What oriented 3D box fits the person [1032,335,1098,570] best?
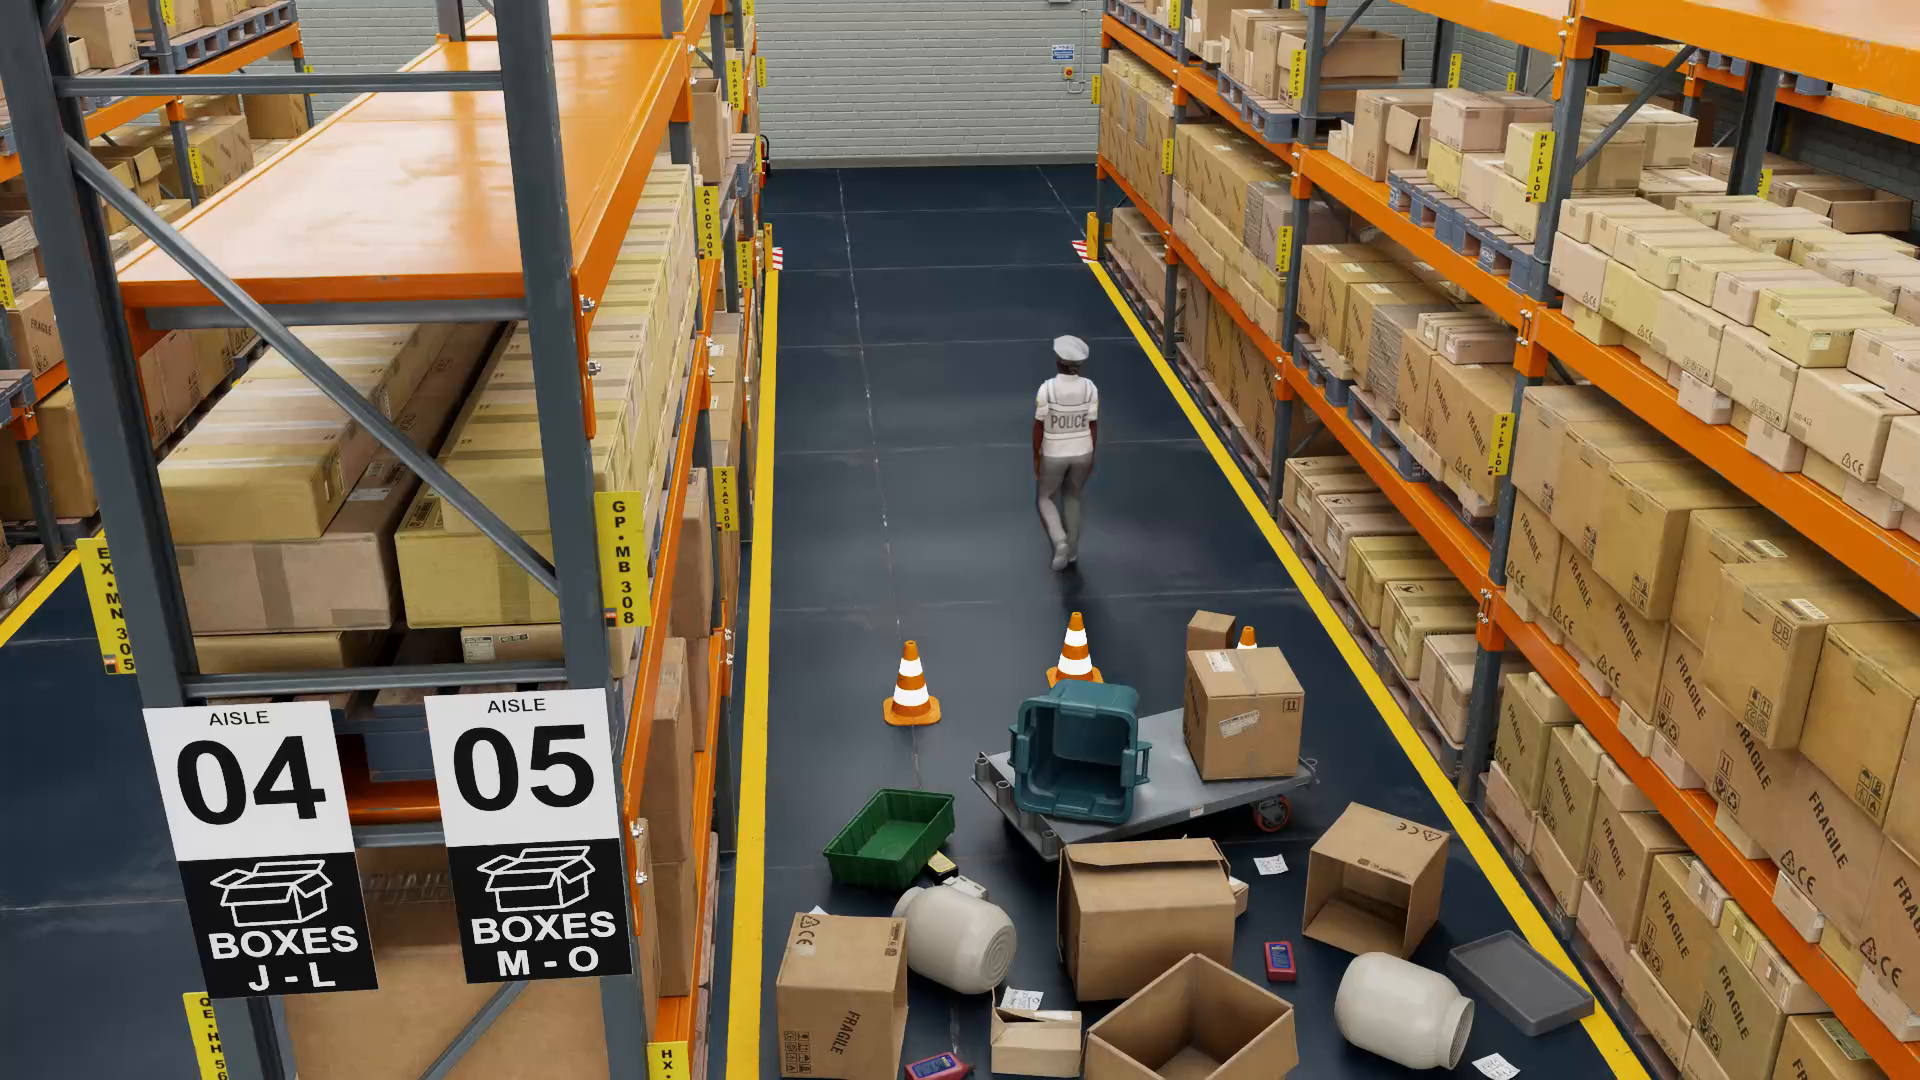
[{"bbox_3d":[0.730,-0.584,11.551,0.454,1.665,0.606,-4,24,-10],"label":"person"}]
